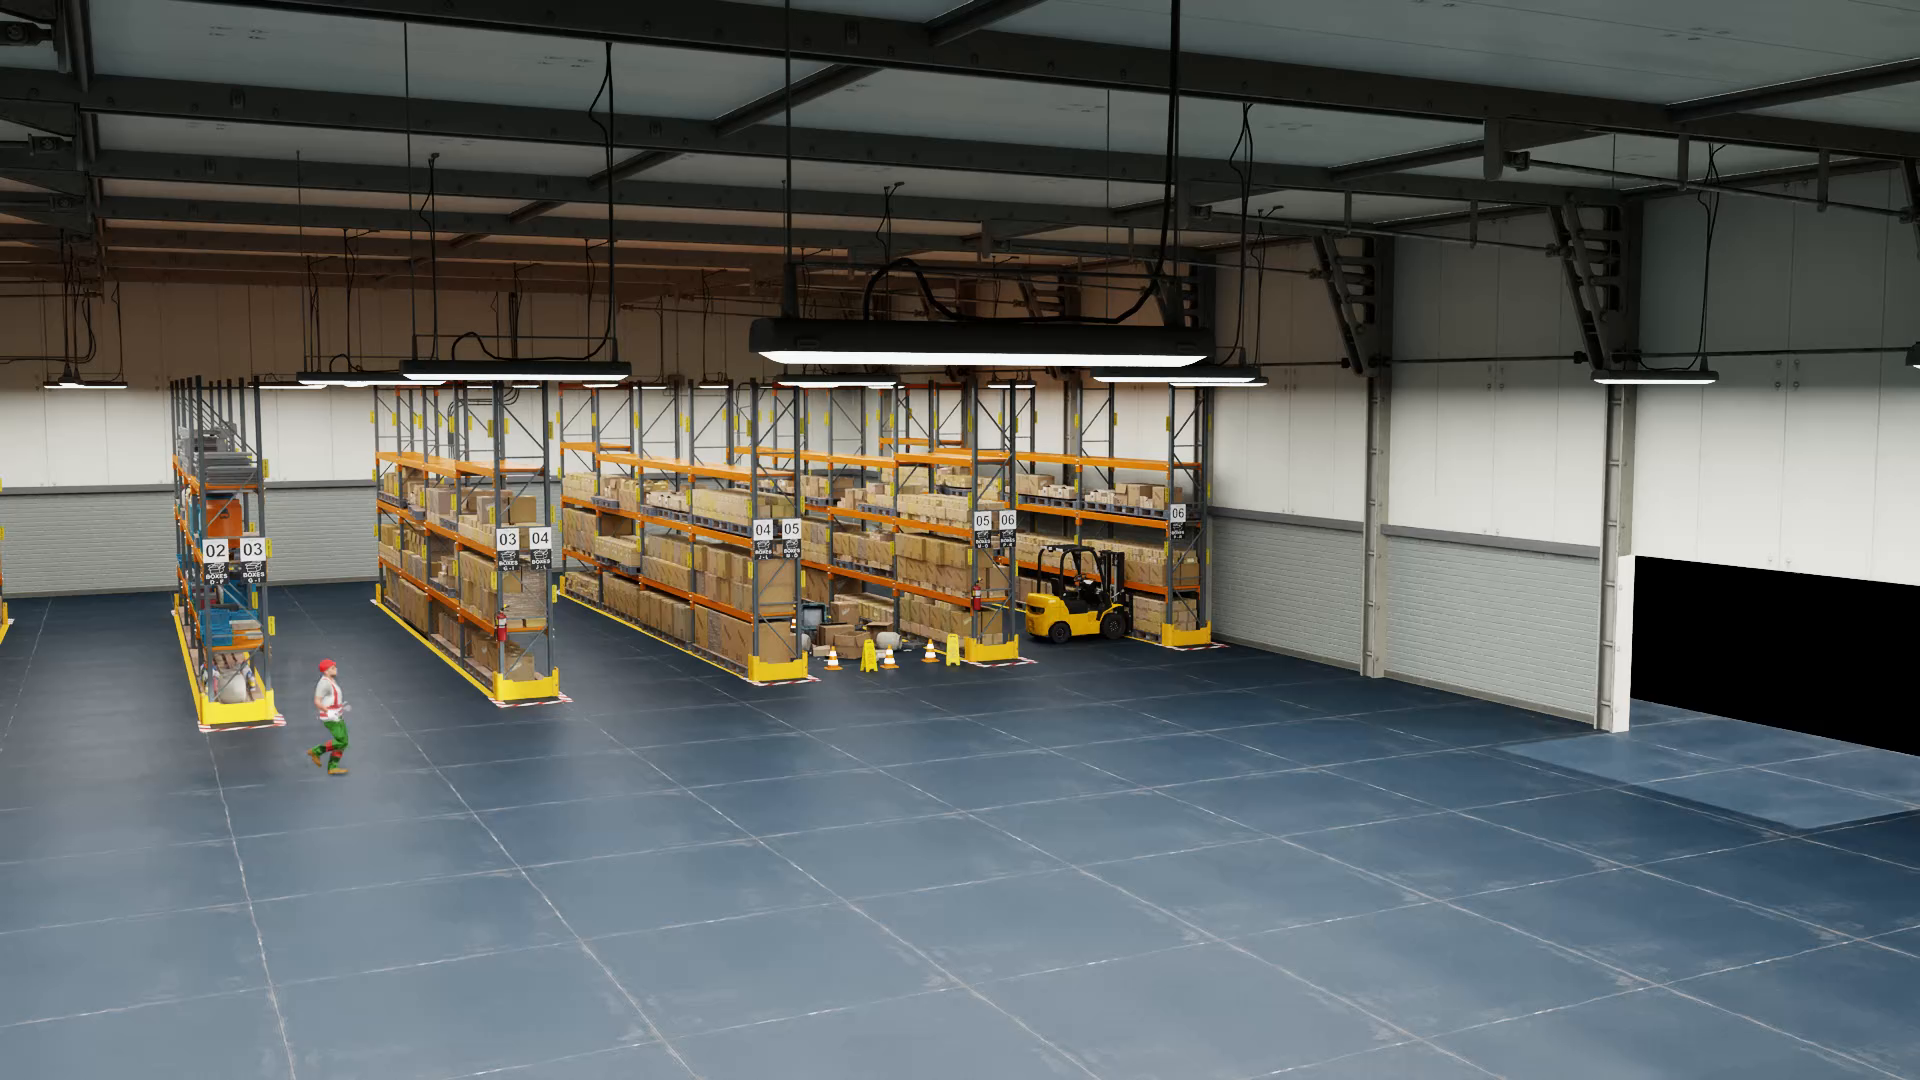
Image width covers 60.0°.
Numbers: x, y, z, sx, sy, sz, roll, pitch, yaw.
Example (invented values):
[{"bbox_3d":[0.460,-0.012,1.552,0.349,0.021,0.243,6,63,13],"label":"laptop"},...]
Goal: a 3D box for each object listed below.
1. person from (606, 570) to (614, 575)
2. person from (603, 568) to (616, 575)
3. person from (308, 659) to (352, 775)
[{"bbox_3d":[-10.129,0.537,48.699,0.652,1.789,0.750,4,6,37],"label":"person"},{"bbox_3d":[-10.411,0.551,48.953,0.696,1.671,0.617,-4,7,-40],"label":"person"},{"bbox_3d":[-9.433,2.647,24.877,0.602,1.737,0.655,-1,5,-10],"label":"person"}]
